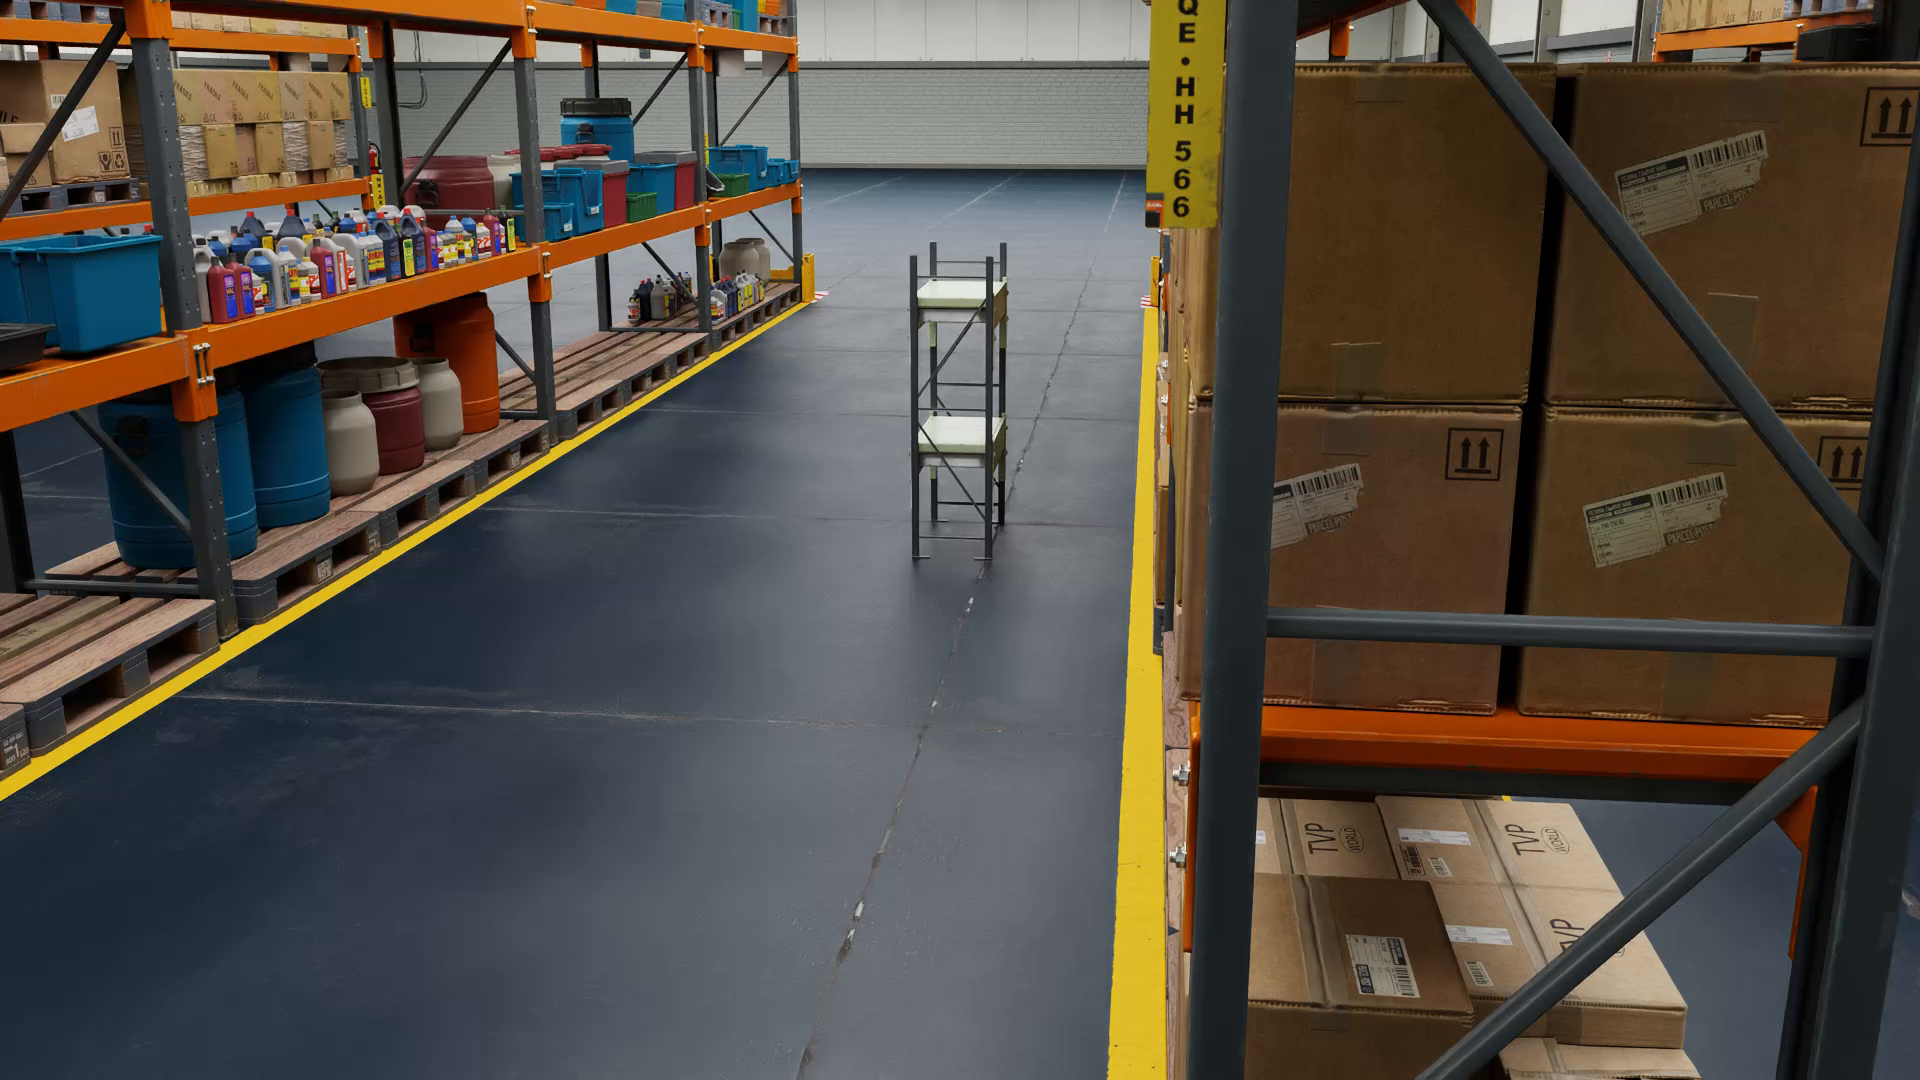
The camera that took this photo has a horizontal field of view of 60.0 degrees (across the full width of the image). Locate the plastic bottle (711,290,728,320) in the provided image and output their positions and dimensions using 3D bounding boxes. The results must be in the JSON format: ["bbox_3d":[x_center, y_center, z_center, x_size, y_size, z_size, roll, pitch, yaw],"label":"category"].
[{"bbox_3d":[-2.228,-2.171,15.321,0.152,0.276,0.135,2,15,8],"label":"plastic bottle"}]

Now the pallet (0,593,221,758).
[{"bbox_3d":[-3.656,0.493,6.433,1.003,0.211,1.213,2,15,6],"label":"pallet"}]

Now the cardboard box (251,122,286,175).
[{"bbox_3d":[-7.373,-3.962,16.806,0.875,0.500,0.500,2,15,6],"label":"cardboard box"}]

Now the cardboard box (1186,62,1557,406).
[{"bbox_3d":[0.635,-0.515,2.712,0.500,0.500,0.500,2,15,6],"label":"cardboard box"}]

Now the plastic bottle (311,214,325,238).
[{"bbox_3d":[-3.669,-1.710,9.462,0.061,0.283,0.133,2,15,6],"label":"plastic bottle"}]

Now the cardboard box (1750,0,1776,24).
[{"bbox_3d":[7.016,-4.603,13.961,0.500,0.500,0.500,0,15,2],"label":"cardboard box"}]

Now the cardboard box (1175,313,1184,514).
[{"bbox_3d":[0.755,-0.297,3.821,0.500,0.500,0.500,2,15,7],"label":"cardboard box"}]

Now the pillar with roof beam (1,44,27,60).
[{"bbox_3d":[-16.623,-12.024,35.888,9.100,9.000,0.400,2,15,6],"label":"pillar with roof beam"}]

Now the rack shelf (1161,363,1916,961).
[{"bbox_3d":[1.084,-0.032,4.411,1.077,0.370,4.000,2,15,6],"label":"rack shelf"}]

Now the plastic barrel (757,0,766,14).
[{"bbox_3d":[-2.260,-5.599,16.711,0.600,0.588,0.600,0,15,0],"label":"plastic barrel"}]

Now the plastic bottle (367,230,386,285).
[{"bbox_3d":[-2.999,-1.446,8.510,0.097,0.271,0.097,0,15,0],"label":"plastic bottle"}]

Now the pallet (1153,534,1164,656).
[{"bbox_3d":[1.364,0.236,7.384,1.003,0.211,1.213,2,15,6],"label":"pallet"}]

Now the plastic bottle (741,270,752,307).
[{"bbox_3d":[-2.115,-2.458,16.237,0.144,0.351,0.185,2,15,9],"label":"plastic bottle"}]

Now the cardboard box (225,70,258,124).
[{"bbox_3d":[-7.215,-4.309,16.173,0.500,0.500,0.500,2,15,6],"label":"cardboard box"}]

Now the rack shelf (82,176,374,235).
[{"bbox_3d":[-7.404,-3.437,17.004,1.077,0.370,4.000,2,15,6],"label":"rack shelf"}]

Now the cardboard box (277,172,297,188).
[{"bbox_3d":[-7.071,-3.709,17.115,0.380,0.149,0.250,2,15,6],"label":"cardboard box"}]

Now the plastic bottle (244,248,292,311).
[{"bbox_3d":[-3.139,-1.189,7.549,0.152,0.276,0.135,2,15,6],"label":"plastic bottle"}]

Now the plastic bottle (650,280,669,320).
[{"bbox_3d":[-2.779,-2.224,15.374,0.144,0.351,0.185,2,15,6],"label":"plastic bottle"}]

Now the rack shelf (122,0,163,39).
[{"bbox_3d":[-3.837,-1.627,4.563,1.077,0.370,4.000,2,15,6],"label":"rack shelf"}]

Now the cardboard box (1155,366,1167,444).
[{"bbox_3d":[1.372,-0.695,9.433,0.500,0.500,0.500,1,15,4],"label":"cardboard box"}]

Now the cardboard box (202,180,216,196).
[{"bbox_3d":[-7.265,-3.321,15.679,0.380,0.149,0.250,2,15,6],"label":"cardboard box"}]

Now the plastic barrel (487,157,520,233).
[{"bbox_3d":[-3.256,-2.409,11.611,0.421,0.512,0.421,0,15,0],"label":"plastic barrel"}]

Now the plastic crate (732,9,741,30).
[{"bbox_3d":[-2.260,-4.866,15.572,0.336,0.188,0.450,2,15,6],"label":"plastic crate"}]

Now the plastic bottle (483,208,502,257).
[{"bbox_3d":[-2.808,-1.848,9.975,0.061,0.283,0.133,2,15,6],"label":"plastic bottle"}]

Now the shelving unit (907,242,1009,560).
[{"bbox_3d":[0.001,-0.726,8.473,0.431,1.500,0.755,2,15,6],"label":"shelving unit"}]

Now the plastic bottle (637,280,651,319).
[{"bbox_3d":[-2.923,-2.229,15.390,0.144,0.351,0.185,1,15,5],"label":"plastic bottle"}]

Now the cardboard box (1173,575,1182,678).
[{"bbox_3d":[1.047,0.290,6.150,0.500,0.311,0.500,2,15,6],"label":"cardboard box"}]

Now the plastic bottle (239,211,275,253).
[{"bbox_3d":[-3.709,-1.555,8.759,0.144,0.351,0.185,2,15,6],"label":"plastic bottle"}]

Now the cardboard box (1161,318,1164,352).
[{"bbox_3d":[1.628,-1.359,11.332,0.500,0.311,0.500,1,15,5],"label":"cardboard box"}]

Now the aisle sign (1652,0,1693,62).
[{"bbox_3d":[7.296,-5.148,16.972,0.394,0.787,0.004,2,15,6],"label":"aisle sign"}]

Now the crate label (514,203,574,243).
[{"bbox_3d":[-2.740,-2.100,11.001,0.303,0.233,0.416,2,15,6],"label":"crate label"}]

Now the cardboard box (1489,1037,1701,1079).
[{"bbox_3d":[1.275,1.132,3.315,0.380,0.166,0.250,2,15,6],"label":"cardboard box"}]

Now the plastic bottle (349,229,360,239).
[{"bbox_3d":[-3.131,-1.476,8.619,0.097,0.271,0.097,0,15,0],"label":"plastic bottle"}]

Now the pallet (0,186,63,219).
[{"bbox_3d":[-7.899,-2.650,13.083,1.003,0.211,1.213,2,15,6],"label":"pallet"}]

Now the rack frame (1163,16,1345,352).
[{"bbox_3d":[1.761,-1.935,10.072,1.000,3.000,0.127,2,15,6],"label":"rack frame"}]

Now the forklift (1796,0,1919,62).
[{"bbox_3d":[3.868,-0.963,6.609,1.130,2.935,3.031,5,16,17],"label":"forklift"}]

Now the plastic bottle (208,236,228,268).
[{"bbox_3d":[-3.649,-1.356,8.176,0.097,0.271,0.097,0,15,0],"label":"plastic bottle"}]

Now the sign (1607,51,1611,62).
[{"bbox_3d":[9.460,-6.972,24.260,0.001,0.298,0.199,2,15,6],"label":"sign"}]

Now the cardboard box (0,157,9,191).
[{"bbox_3d":[-7.664,-2.786,12.702,0.500,0.250,0.500,1,15,5],"label":"cardboard box"}]

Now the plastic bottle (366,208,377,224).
[{"bbox_3d":[-3.570,-1.888,10.144,0.097,0.271,0.097,0,15,0],"label":"plastic bottle"}]

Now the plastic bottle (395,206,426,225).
[{"bbox_3d":[-3.379,-1.915,10.235,0.152,0.276,0.135,2,15,6],"label":"plastic bottle"}]

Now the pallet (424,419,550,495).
[{"bbox_3d":[-3.208,-0.530,10.219,1.003,0.211,1.213,2,15,6],"label":"pallet"}]

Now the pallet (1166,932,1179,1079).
[{"bbox_3d":[0.956,1.259,3.601,1.003,0.211,1.213,2,15,6],"label":"pallet"}]

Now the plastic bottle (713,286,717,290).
[{"bbox_3d":[-2.309,-2.253,15.632,0.097,0.271,0.097,0,15,0],"label":"plastic bottle"}]

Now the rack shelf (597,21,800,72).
[{"bbox_3d":[-2.483,-4.739,16.073,1.077,0.370,4.000,2,15,6],"label":"rack shelf"}]

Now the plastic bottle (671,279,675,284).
[{"bbox_3d":[-2.822,-2.476,16.458,0.097,0.271,0.097,0,15,0],"label":"plastic bottle"}]

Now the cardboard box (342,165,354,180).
[{"bbox_3d":[-7.006,-4.102,18.565,0.380,0.149,0.250,2,15,6],"label":"cardboard box"}]

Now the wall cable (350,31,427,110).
[{"bbox_3d":[-17.901,-14.489,50.954,3.097,2.526,0.112,2,15,6],"label":"wall cable"}]

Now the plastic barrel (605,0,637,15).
[{"bbox_3d":[-2.698,-4.332,12.229,0.600,0.901,0.708,2,15,6],"label":"plastic barrel"}]

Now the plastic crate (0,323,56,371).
[{"bbox_3d":[-3.471,-0.643,5.704,0.437,0.125,0.590,2,15,6],"label":"plastic crate"}]

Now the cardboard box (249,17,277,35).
[{"bbox_3d":[-7.152,-5.153,16.514,0.500,0.250,0.500,1,15,5],"label":"cardboard box"}]

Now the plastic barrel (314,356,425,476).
[{"bbox_3d":[-3.326,-0.700,9.321,0.600,0.588,0.708,2,15,6],"label":"plastic barrel"}]

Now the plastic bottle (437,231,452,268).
[{"bbox_3d":[-2.905,-1.628,9.317,0.097,0.201,0.097,0,15,0],"label":"plastic bottle"}]

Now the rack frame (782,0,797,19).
[{"bbox_3d":[-2.257,-7.053,17.506,1.000,3.000,0.127,2,15,6],"label":"rack frame"}]
